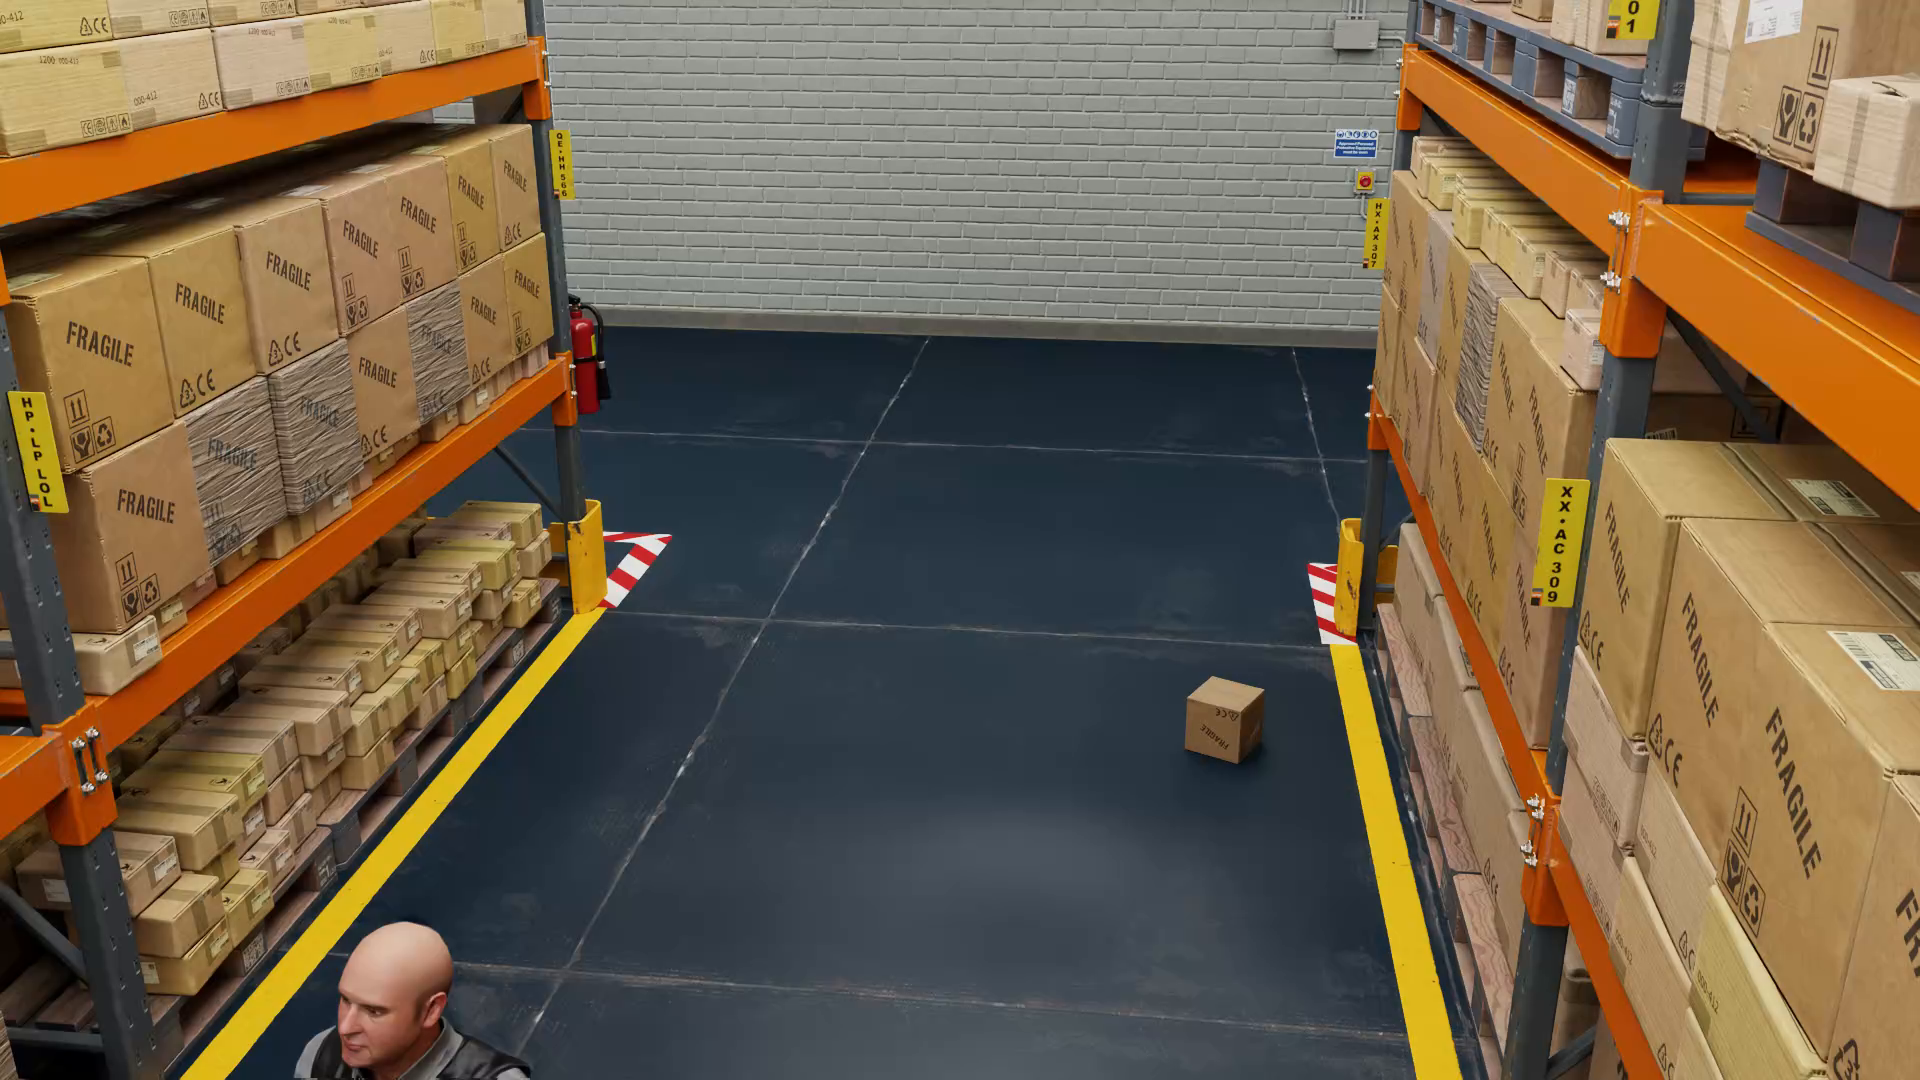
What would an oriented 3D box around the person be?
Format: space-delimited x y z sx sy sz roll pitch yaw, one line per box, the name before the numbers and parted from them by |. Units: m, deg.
person | -1.021 1.500 3.146 0.537 1.713 0.476 7 22 16
